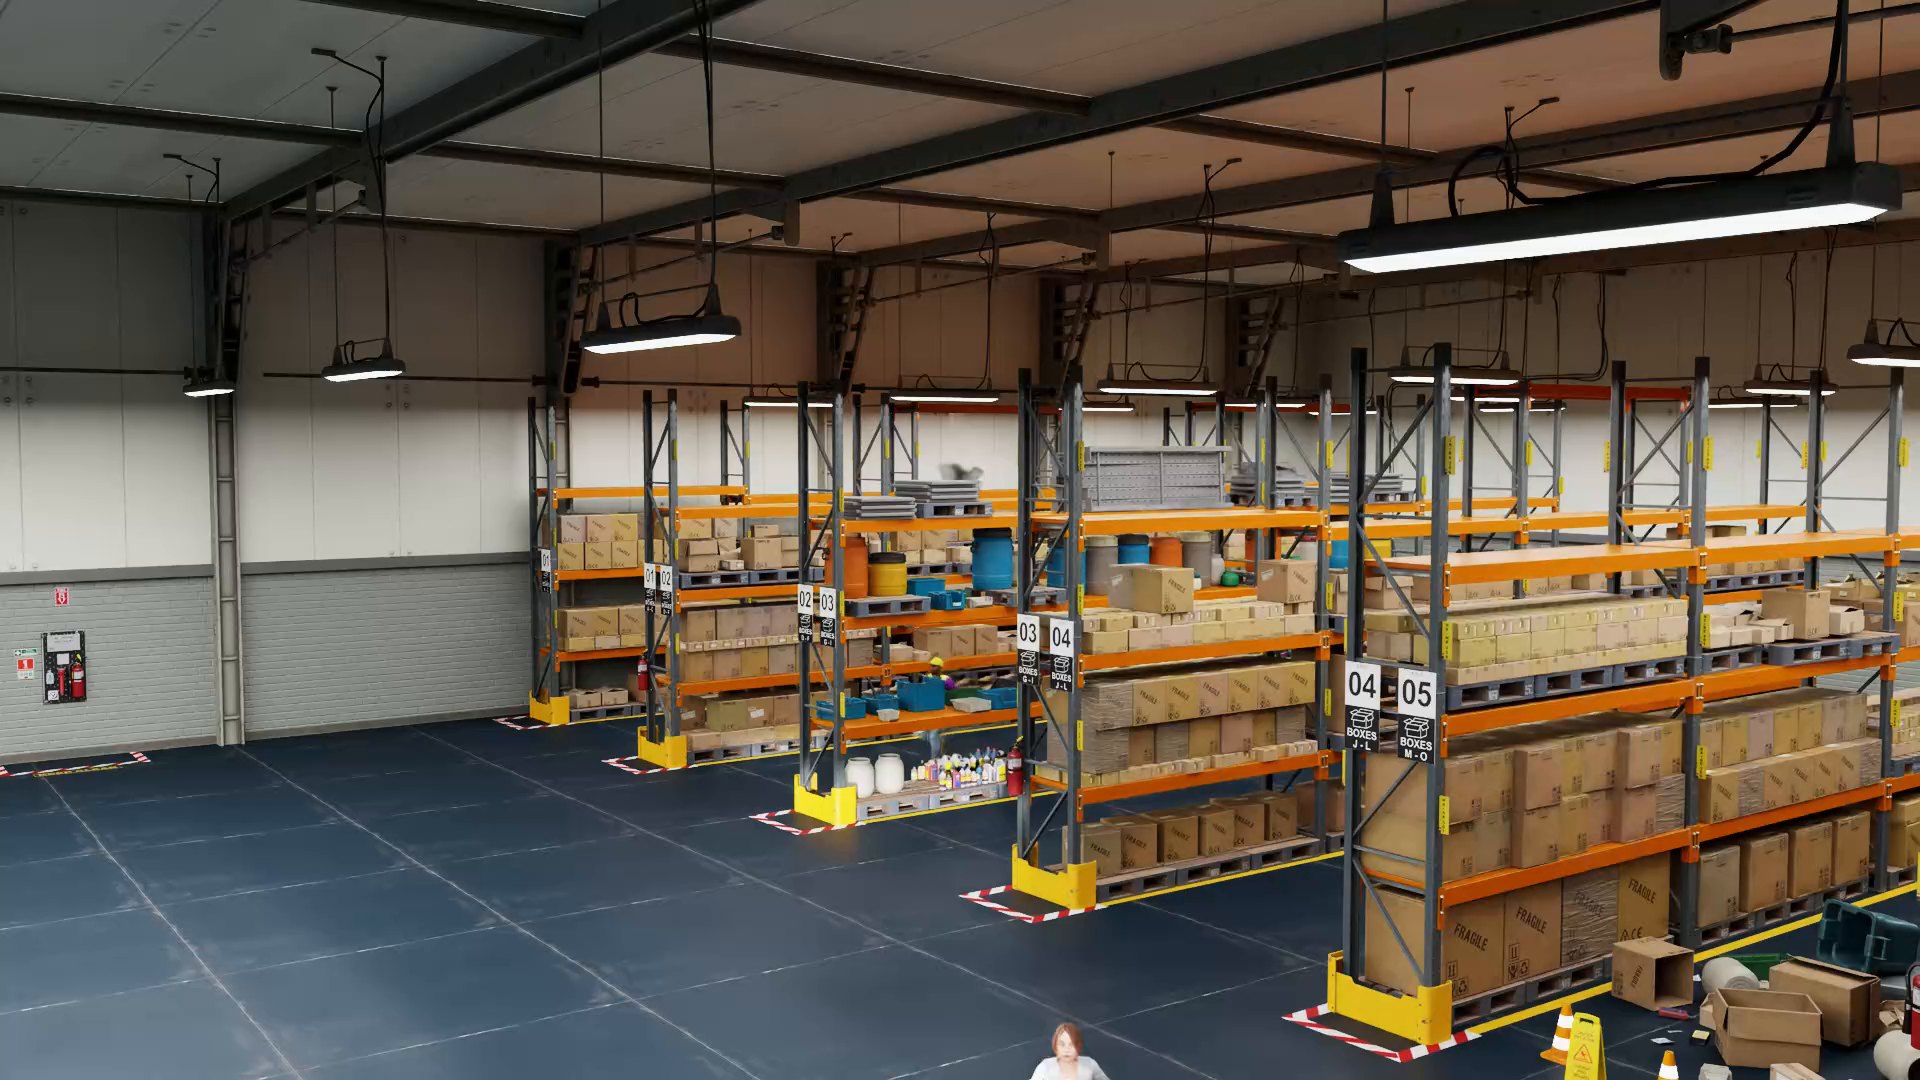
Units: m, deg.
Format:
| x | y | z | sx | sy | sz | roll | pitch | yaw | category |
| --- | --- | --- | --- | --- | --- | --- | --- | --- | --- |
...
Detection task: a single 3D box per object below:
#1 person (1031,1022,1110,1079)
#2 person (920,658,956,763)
| x | y | z | sx | sy | sz | roll | pitch | yaw | category |
| --- | --- | --- | --- | --- | --- | --- | --- | --- | --- |
| 0.654 | 3.736 | 10.217 | 0.565 | 1.597 | 0.859 | 0 | 3 | 4 | person |
| -0.357 | 2.731 | 26.589 | 0.695 | 1.720 | 0.596 | 2 | 4 | 34 | person |
